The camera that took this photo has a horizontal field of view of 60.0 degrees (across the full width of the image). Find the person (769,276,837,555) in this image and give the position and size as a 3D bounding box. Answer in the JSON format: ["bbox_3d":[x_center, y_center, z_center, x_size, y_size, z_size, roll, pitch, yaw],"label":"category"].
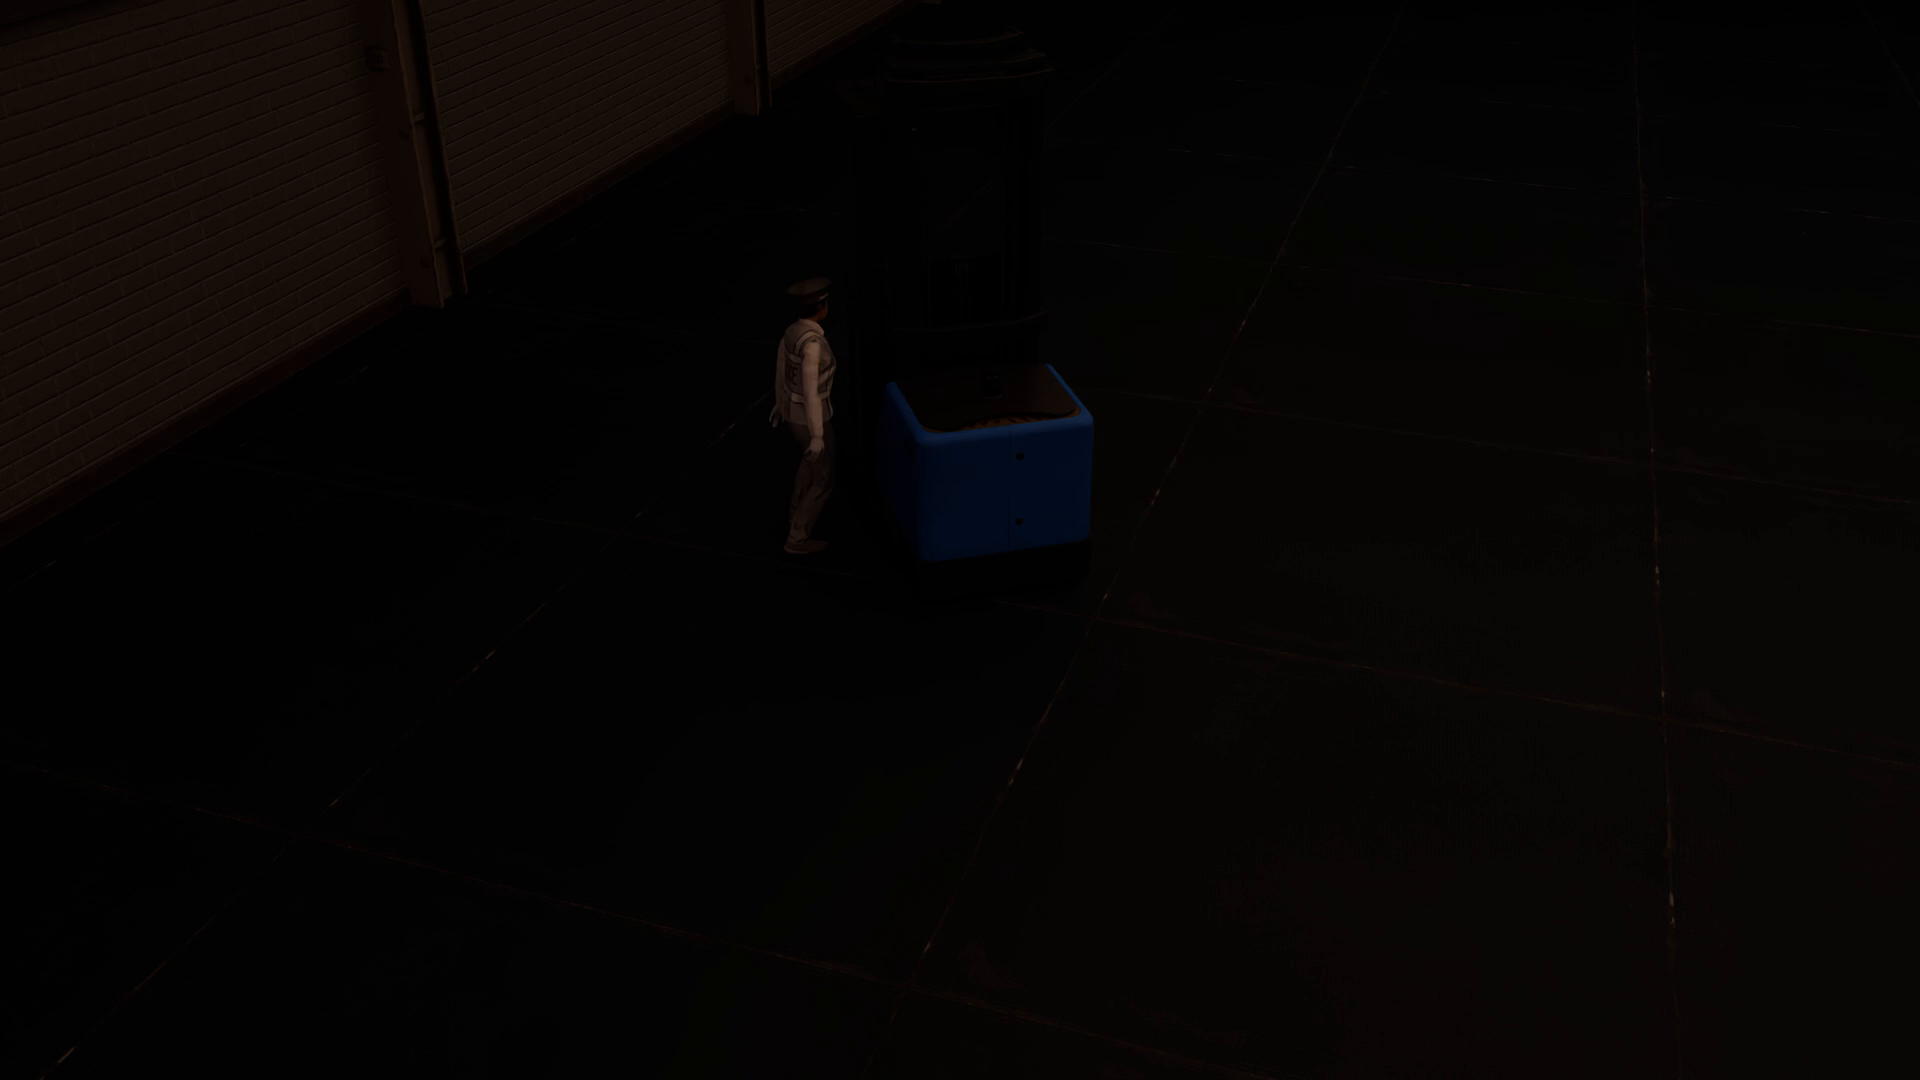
[{"bbox_3d":[-0.904,-0.711,9.739,0.417,1.641,0.809,-10,31,-18],"label":"person"}]

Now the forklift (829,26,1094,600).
[{"bbox_3d":[-0.133,-1.654,10.039,1.130,2.935,3.031,-8,31,-14],"label":"forklift"}]
